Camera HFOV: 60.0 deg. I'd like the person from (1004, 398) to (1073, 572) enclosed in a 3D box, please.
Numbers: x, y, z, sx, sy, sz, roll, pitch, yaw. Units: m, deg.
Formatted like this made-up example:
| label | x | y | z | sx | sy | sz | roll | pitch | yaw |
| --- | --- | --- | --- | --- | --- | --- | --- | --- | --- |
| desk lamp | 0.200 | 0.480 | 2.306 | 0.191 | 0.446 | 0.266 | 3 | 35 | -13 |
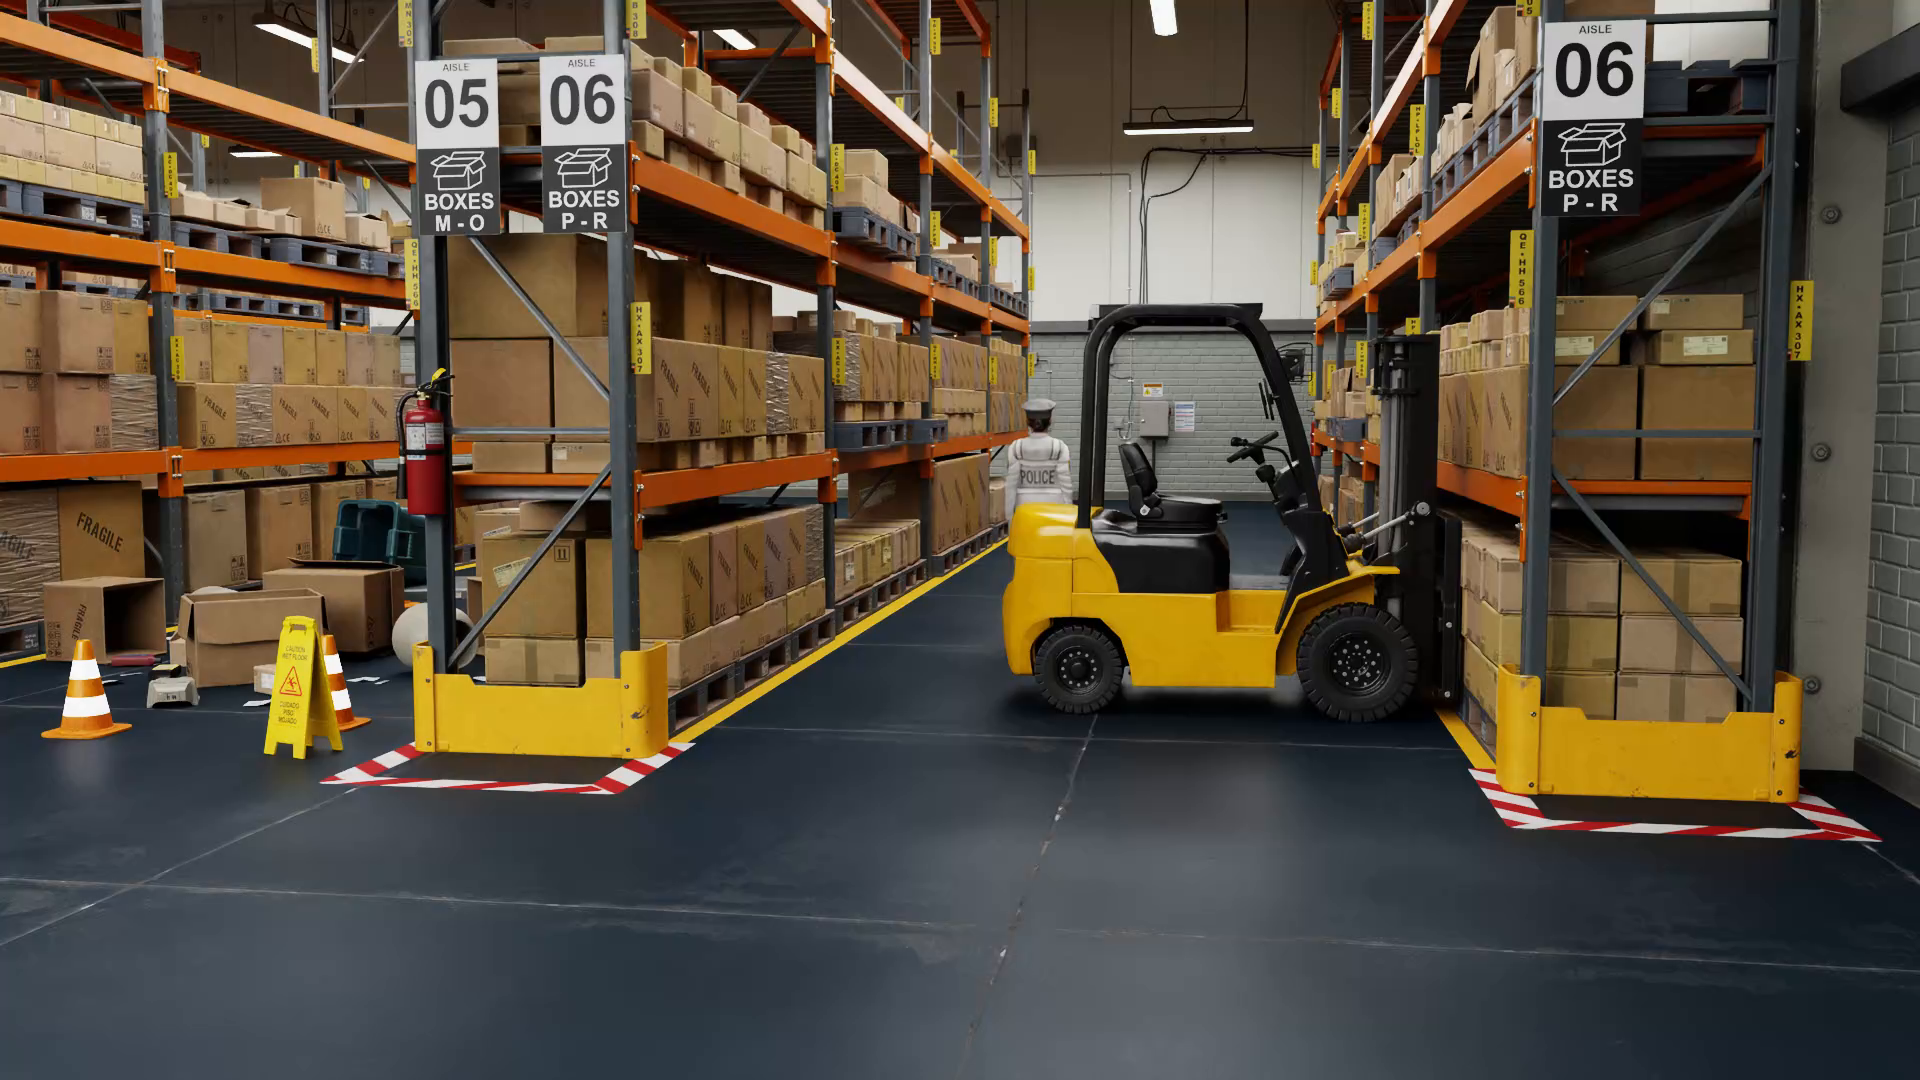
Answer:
| label | x | y | z | sx | sy | sz | roll | pitch | yaw |
| --- | --- | --- | --- | --- | --- | --- | --- | --- | --- |
| person | 0.555 | -0.114 | 11.543 | 0.454 | 1.740 | 0.406 | 1 | 5 | 9 |
